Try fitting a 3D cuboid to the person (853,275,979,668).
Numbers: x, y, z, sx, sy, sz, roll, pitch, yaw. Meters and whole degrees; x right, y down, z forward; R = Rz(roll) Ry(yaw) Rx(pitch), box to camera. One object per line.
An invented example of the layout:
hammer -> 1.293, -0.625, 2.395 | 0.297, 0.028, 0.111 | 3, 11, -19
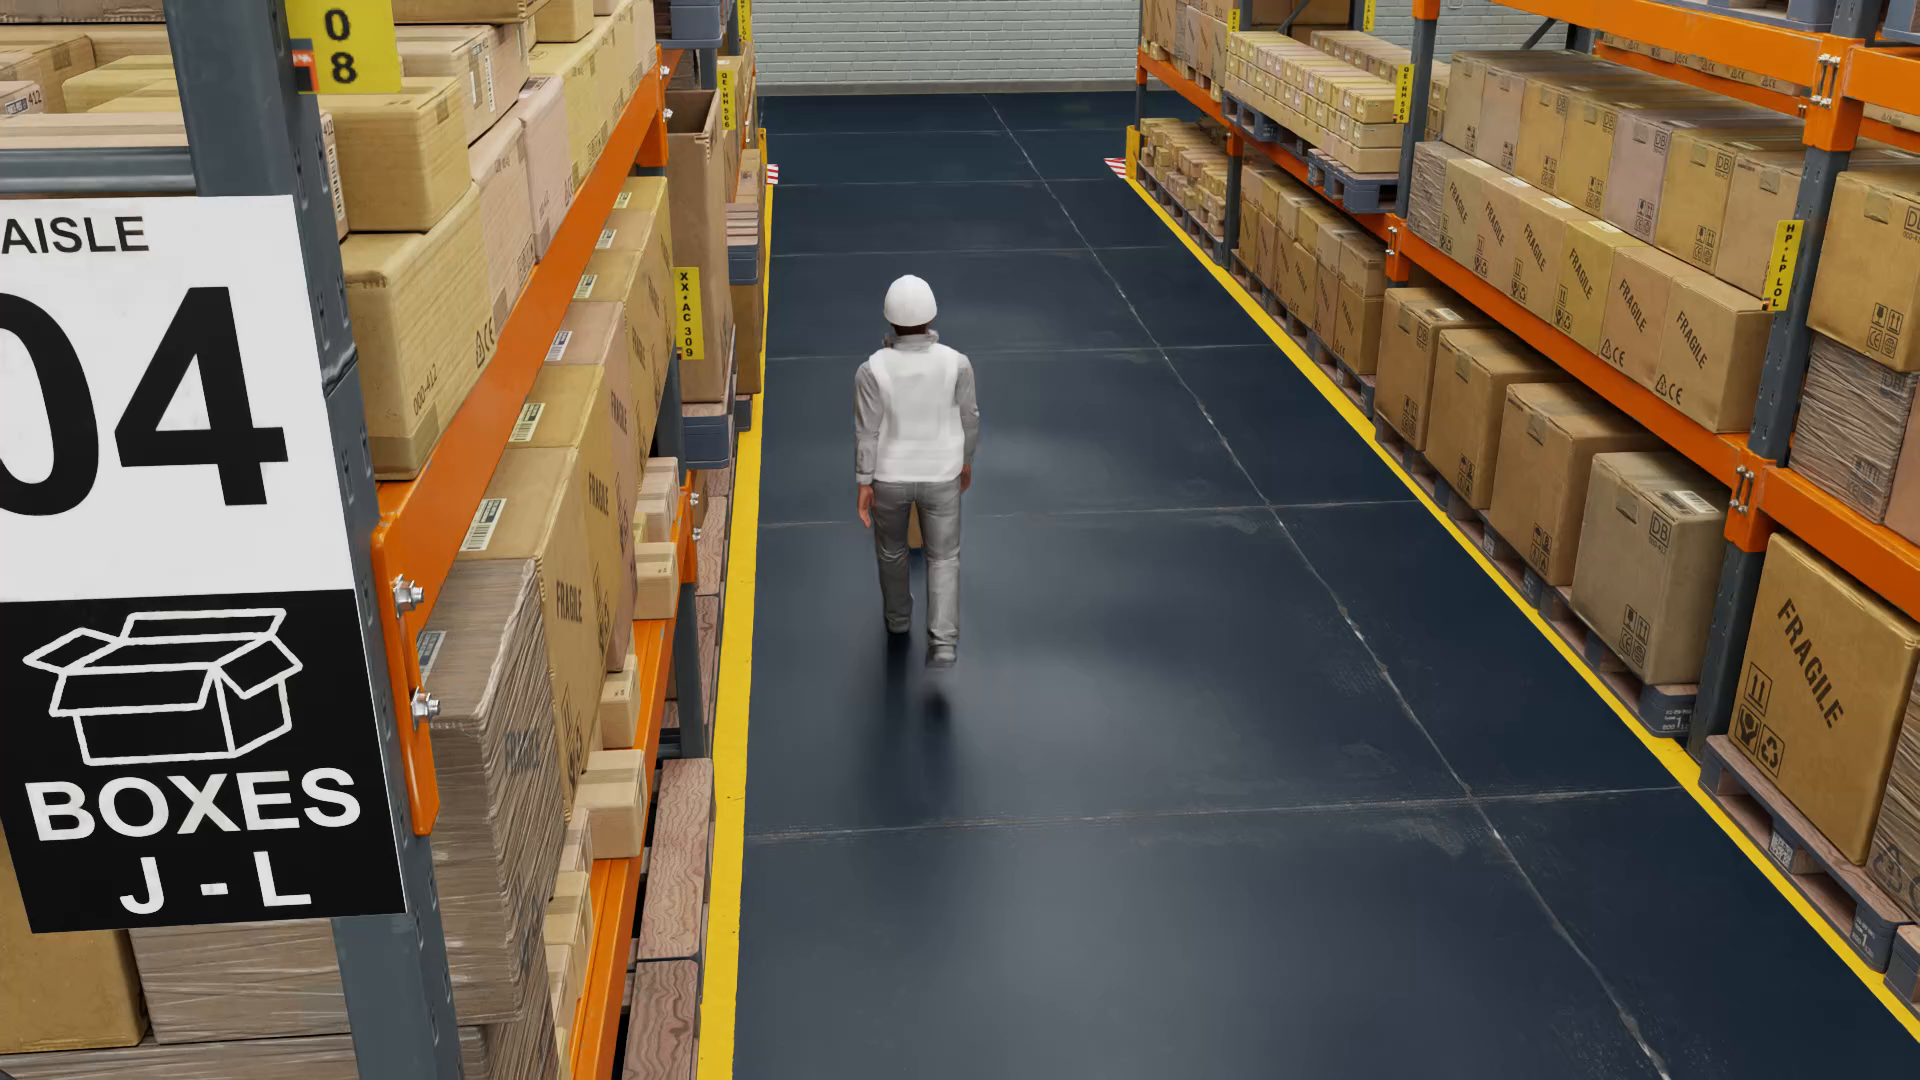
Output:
person -> -0.185, -0.290, 7.232 | 0.548, 1.743, 0.961 | -2, 24, -4
